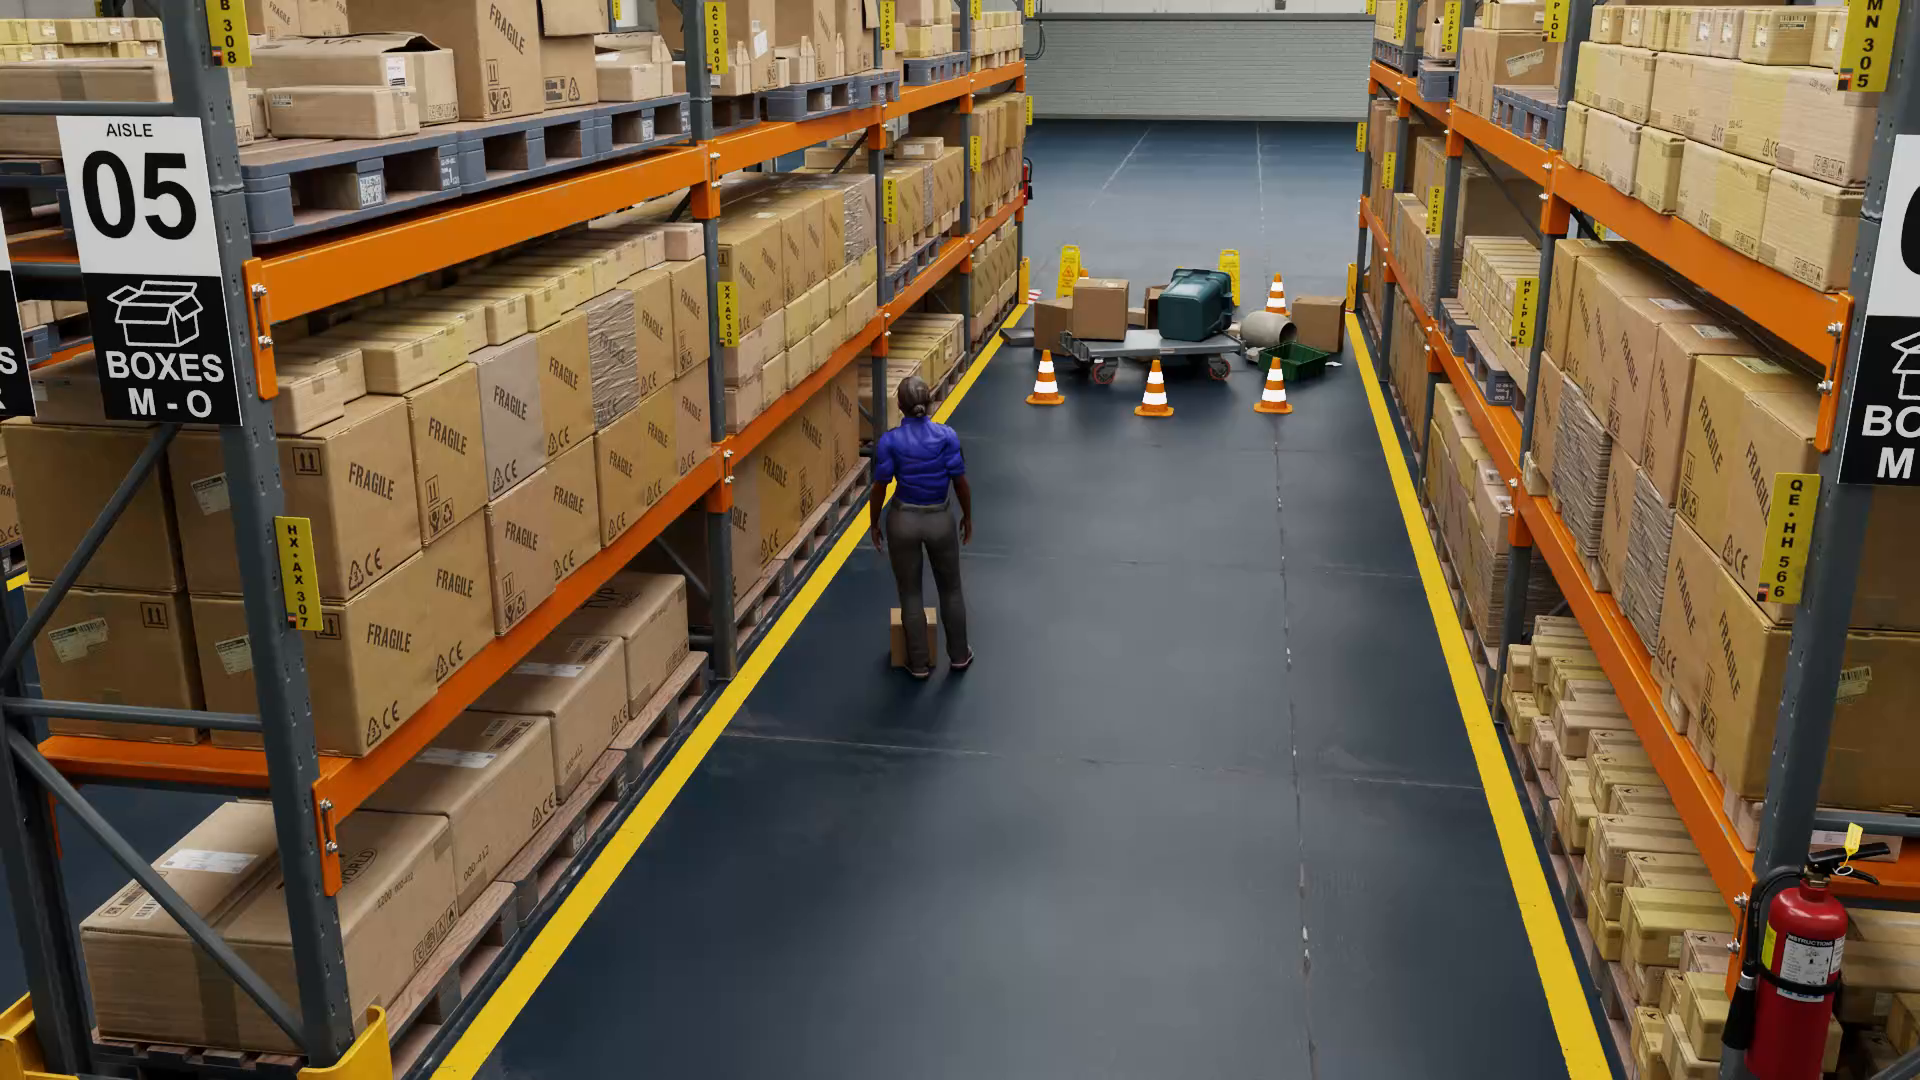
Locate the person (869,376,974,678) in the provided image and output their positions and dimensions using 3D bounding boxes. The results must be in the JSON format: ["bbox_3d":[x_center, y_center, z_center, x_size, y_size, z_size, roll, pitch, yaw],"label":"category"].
[{"bbox_3d":[-0.195,-0.083,8.789,0.569,1.656,0.503,-1,18,-4],"label":"person"}]
